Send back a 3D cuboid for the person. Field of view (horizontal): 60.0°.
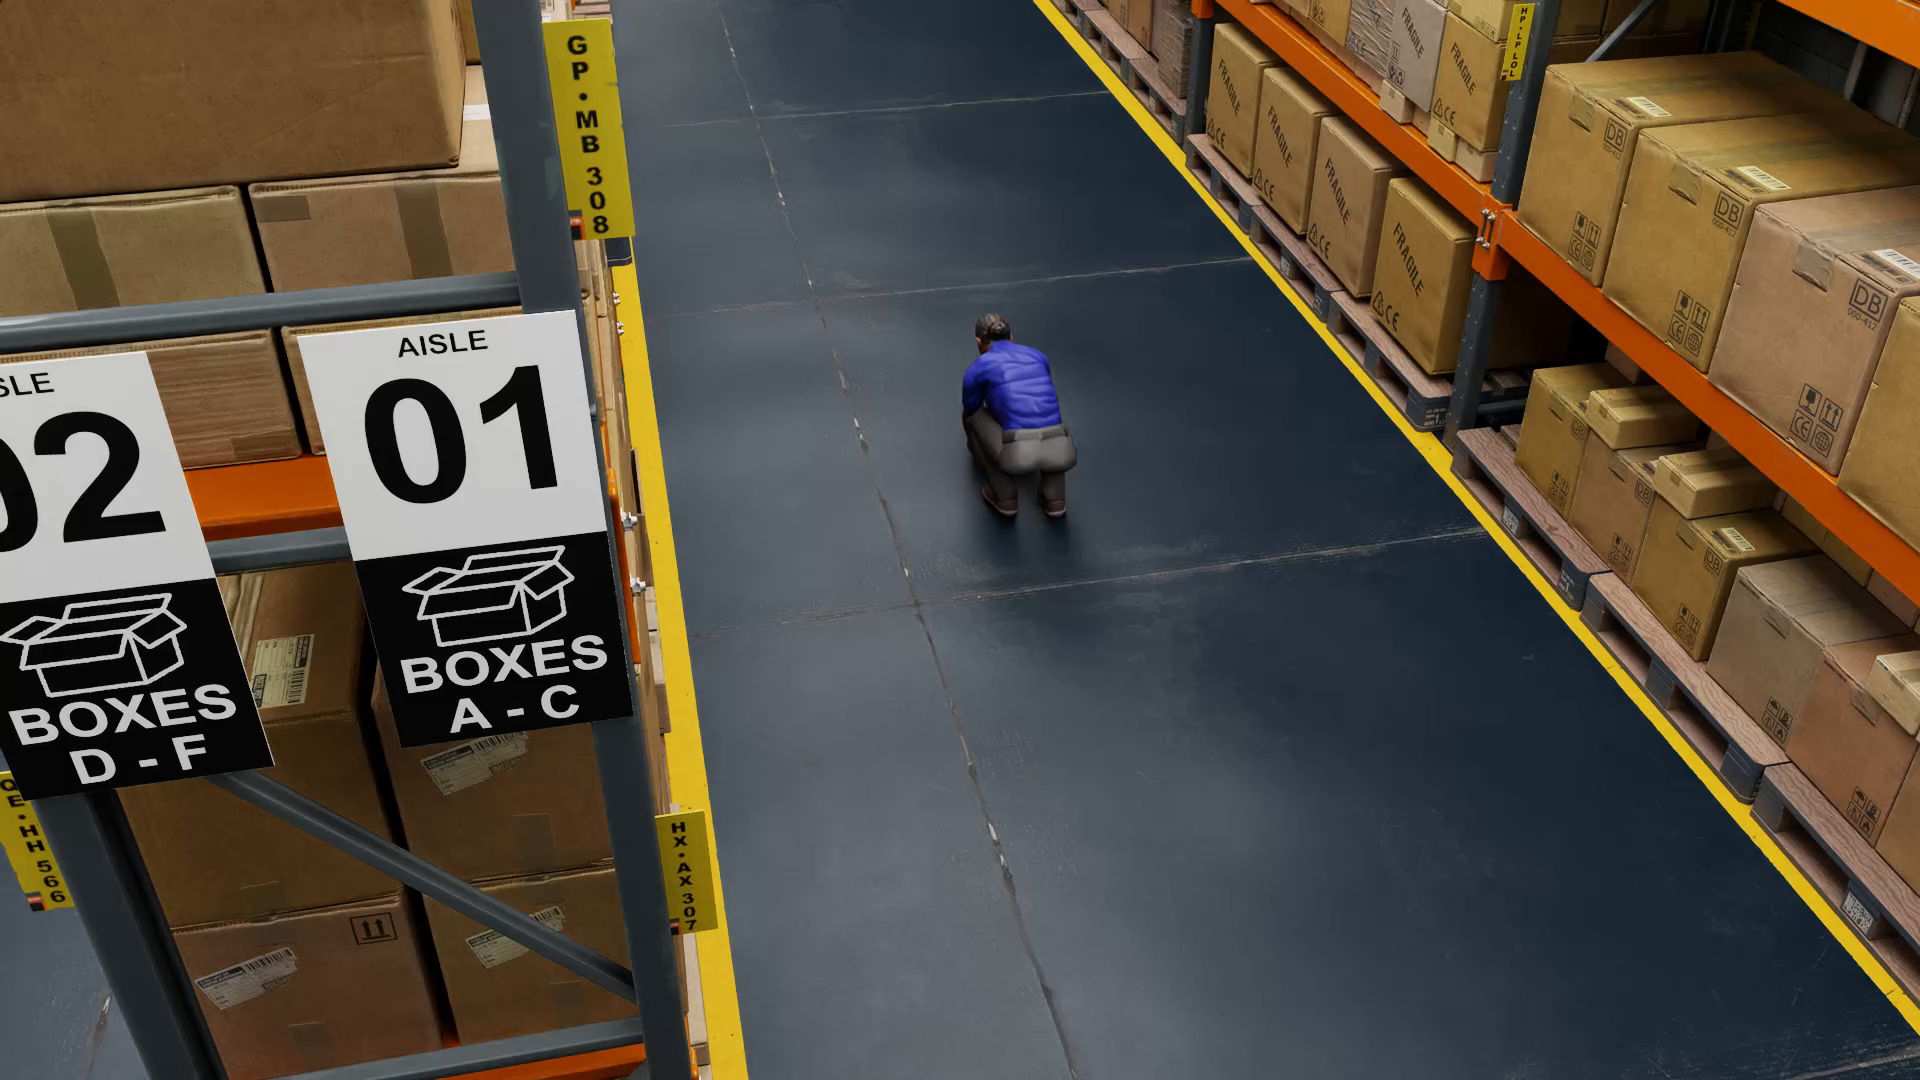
[{"bbox_3d":[0.270,-0.604,7.727,0.451,0.863,0.865,-9,36,-13],"label":"person"}]
